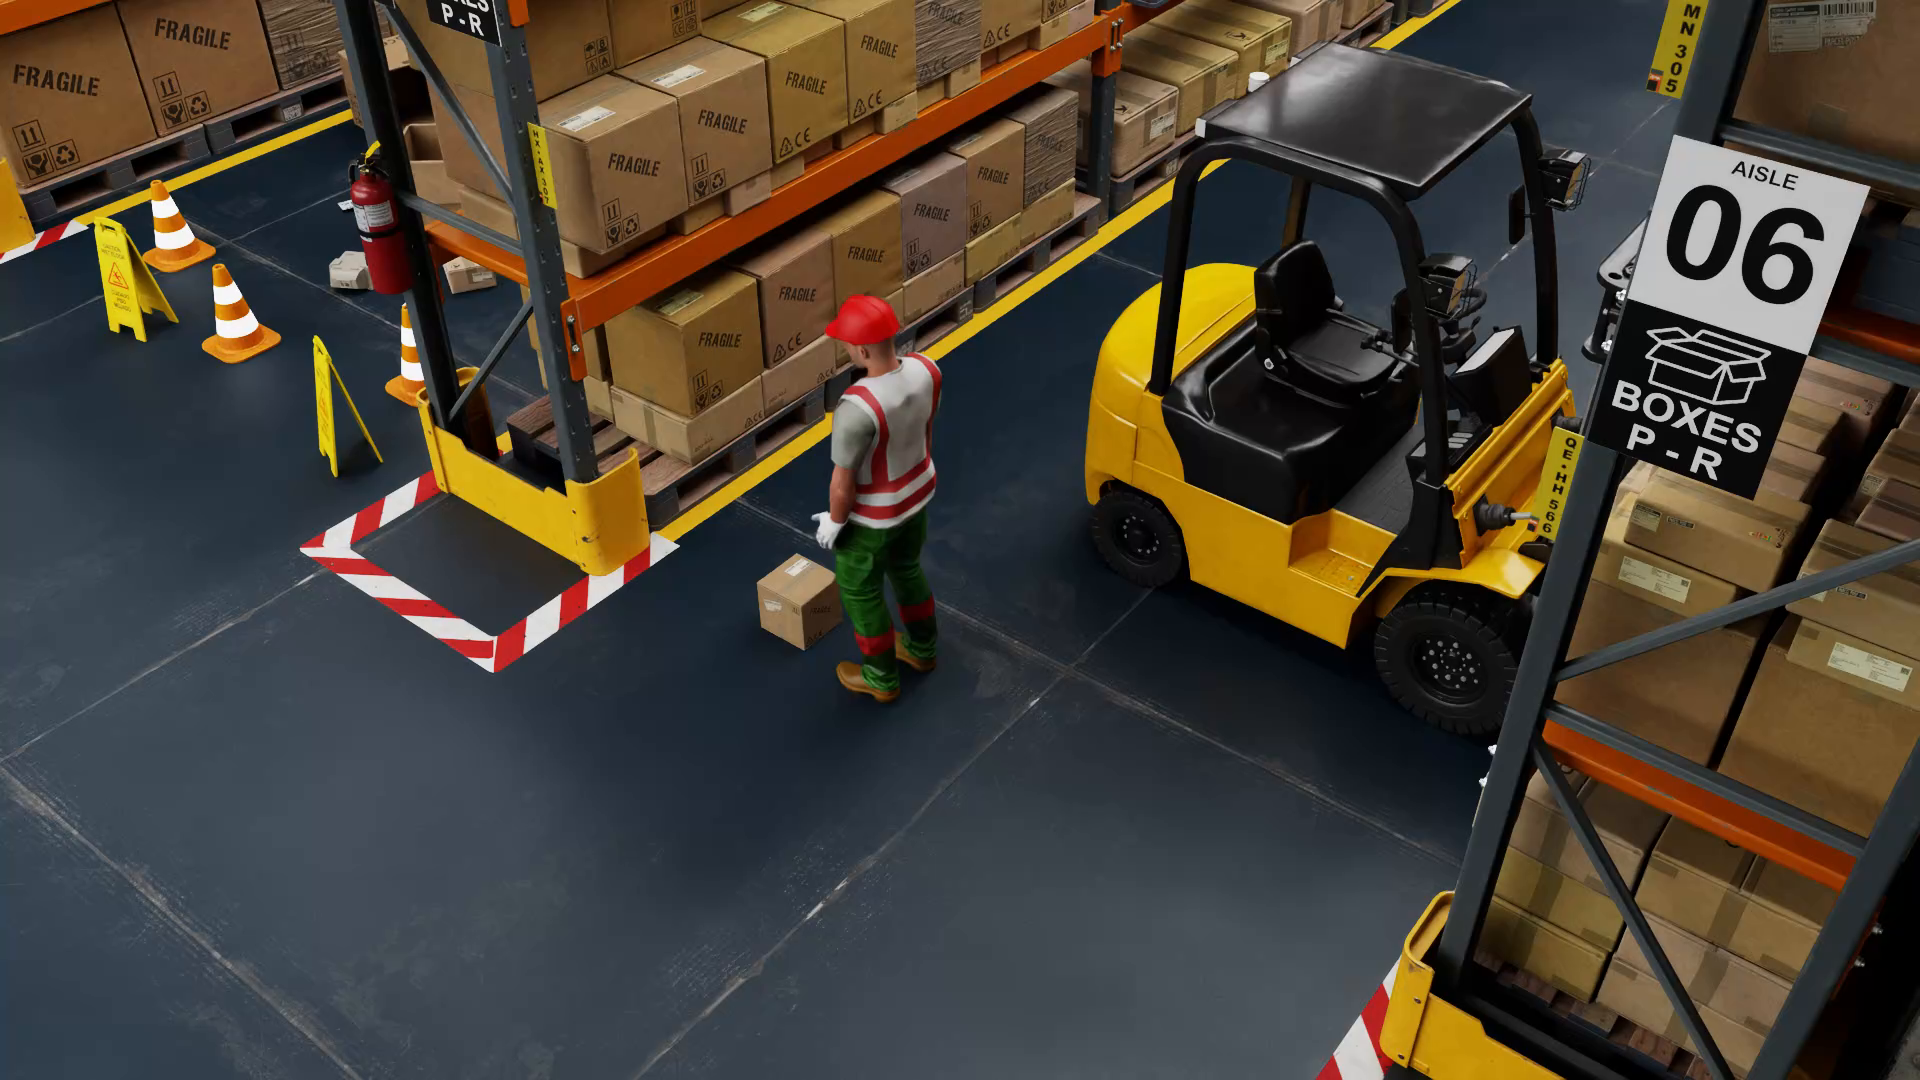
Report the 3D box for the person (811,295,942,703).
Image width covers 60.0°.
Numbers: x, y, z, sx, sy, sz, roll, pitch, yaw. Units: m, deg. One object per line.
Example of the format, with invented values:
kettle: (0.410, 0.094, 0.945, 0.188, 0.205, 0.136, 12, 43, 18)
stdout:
person: (-0.306, -0.140, 6.320, 0.364, 1.775, 0.529, 26, 46, 29)
